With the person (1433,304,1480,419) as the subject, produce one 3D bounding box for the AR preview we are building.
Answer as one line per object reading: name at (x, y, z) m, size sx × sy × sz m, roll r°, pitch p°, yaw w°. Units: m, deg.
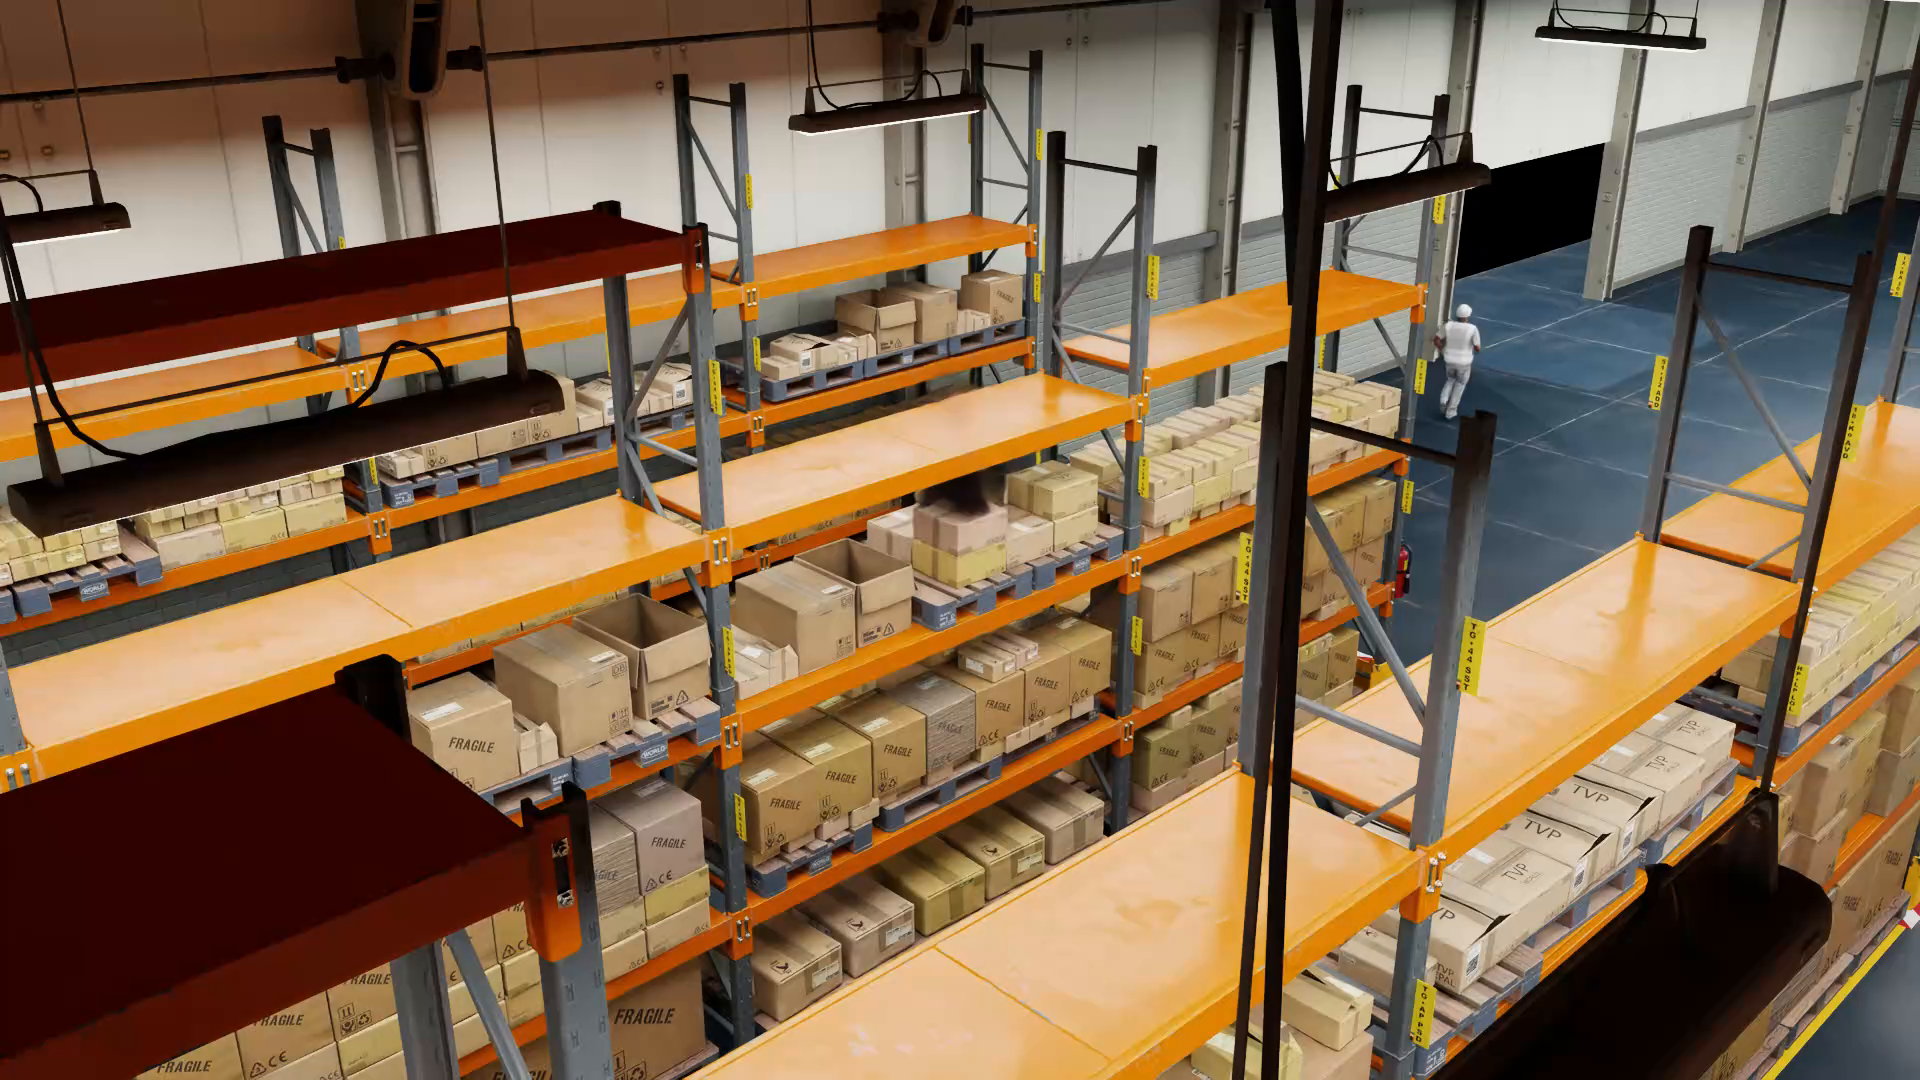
person at (7.546, -2.735, 25.156) m, size 0.665 × 1.746 × 0.614 m, roll 16°, pitch 27°, yaw 34°
